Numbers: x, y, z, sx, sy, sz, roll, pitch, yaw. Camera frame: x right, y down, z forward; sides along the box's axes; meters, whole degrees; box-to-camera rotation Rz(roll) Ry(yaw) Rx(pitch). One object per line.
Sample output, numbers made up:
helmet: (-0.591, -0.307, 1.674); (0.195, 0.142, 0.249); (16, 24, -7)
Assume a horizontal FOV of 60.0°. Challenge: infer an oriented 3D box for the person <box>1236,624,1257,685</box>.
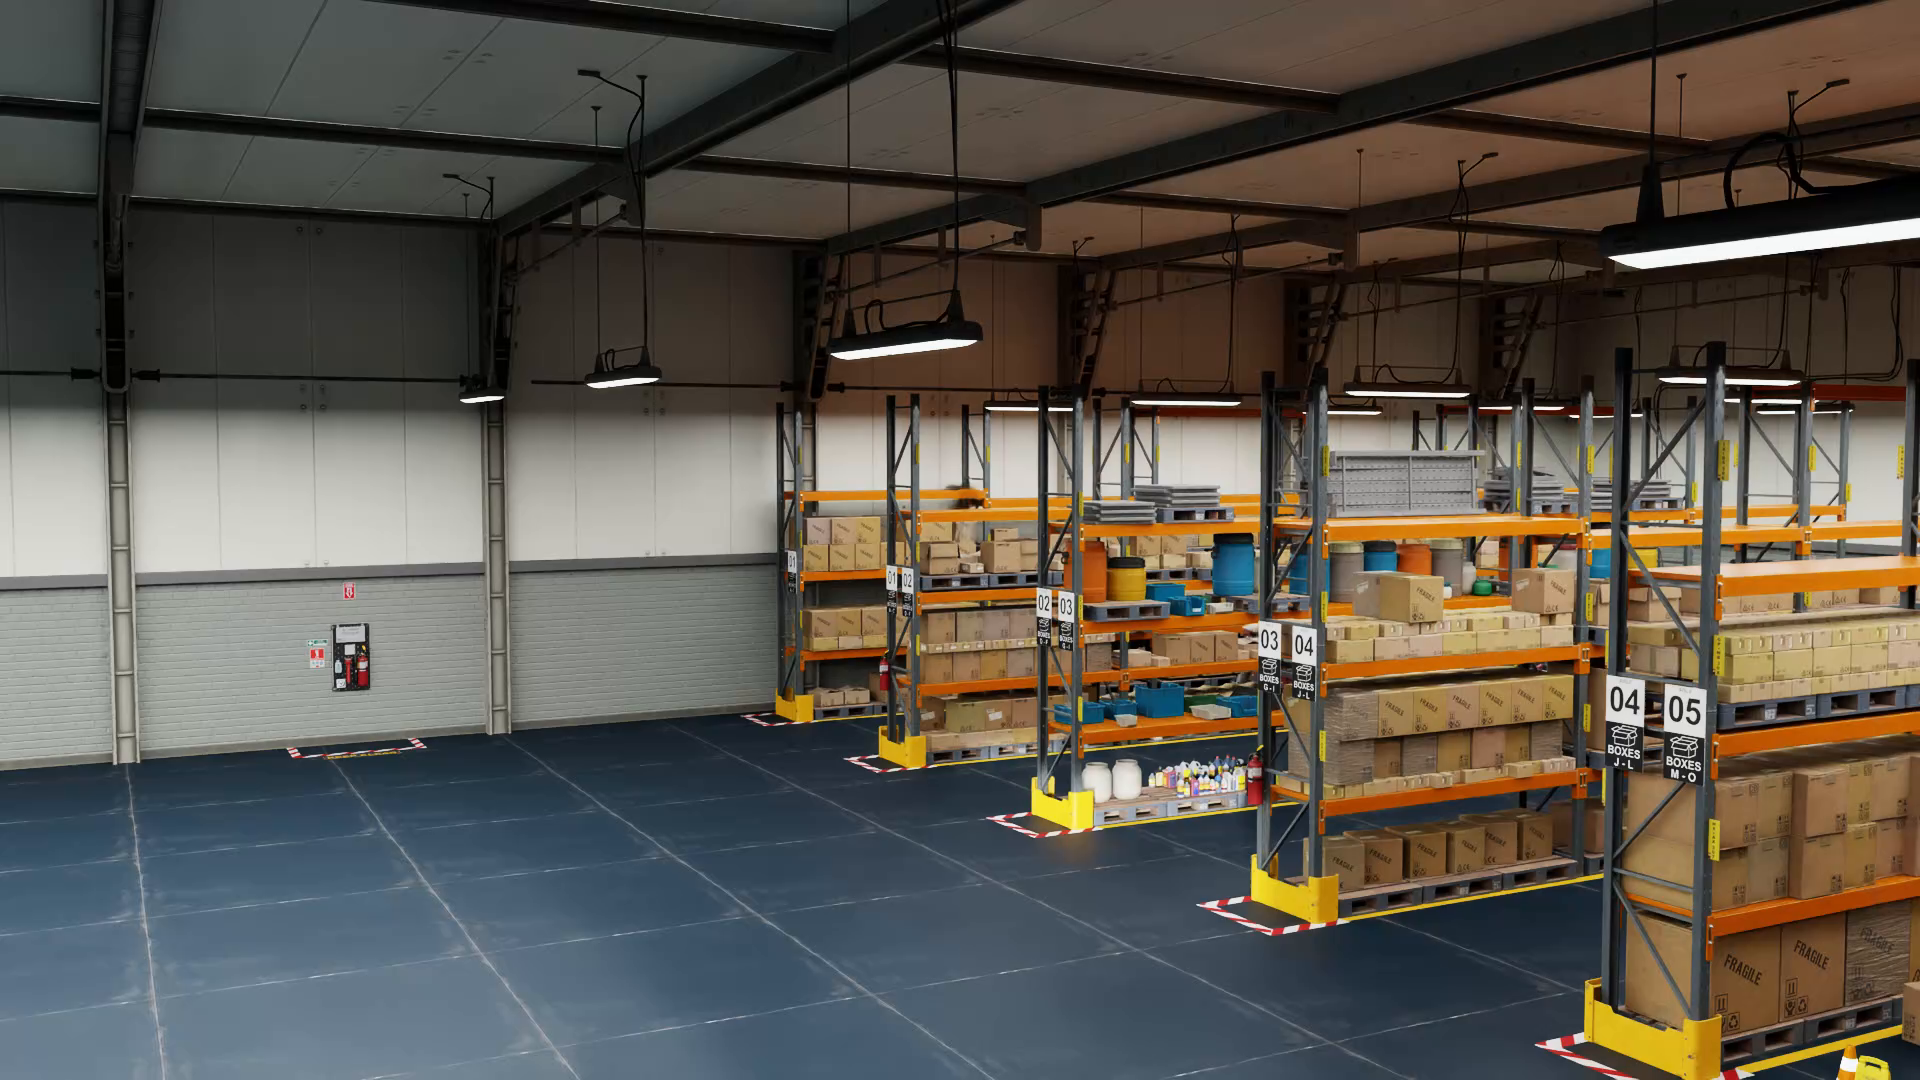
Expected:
person: (5.536, 2.471, 32.483); (1.012, 1.730, 0.617); (-1, 4, -23)
